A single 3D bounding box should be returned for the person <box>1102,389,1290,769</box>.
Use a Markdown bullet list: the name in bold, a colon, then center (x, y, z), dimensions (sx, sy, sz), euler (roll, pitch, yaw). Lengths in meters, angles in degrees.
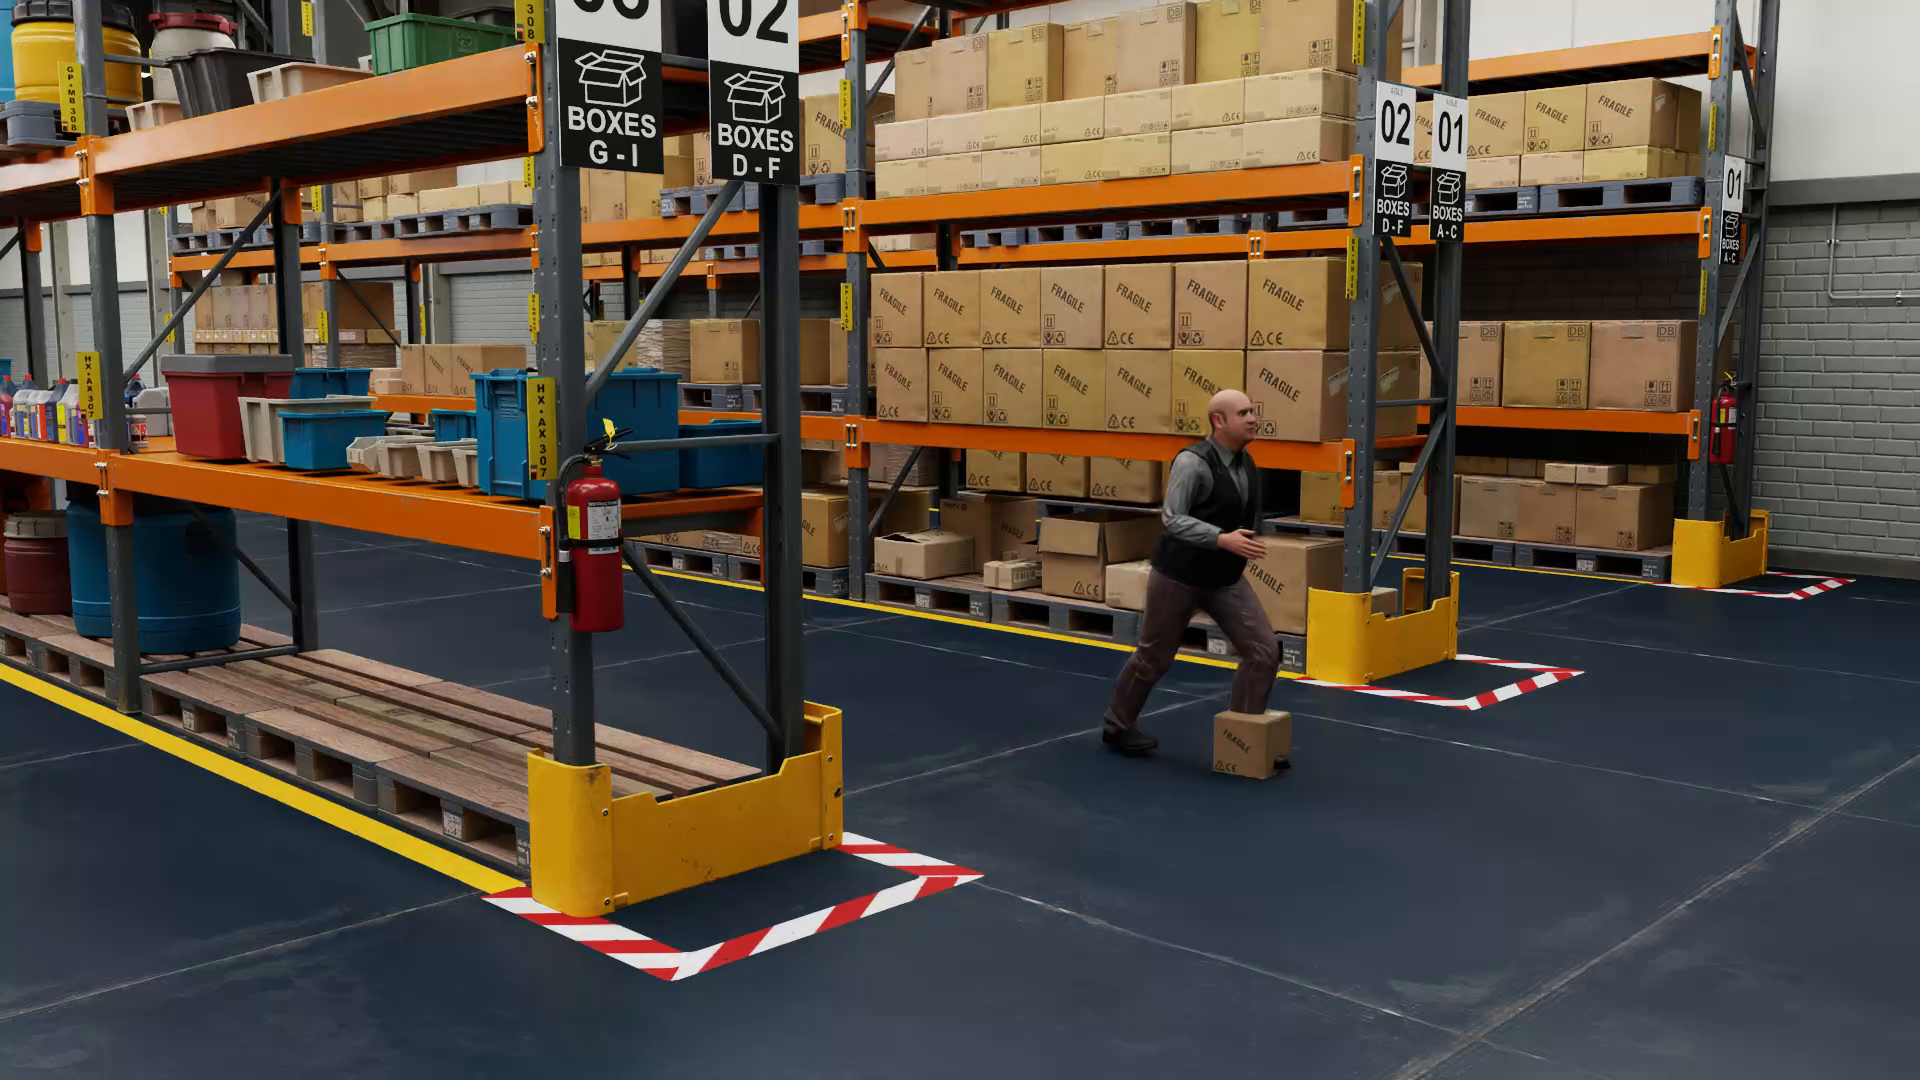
- **person**: center (1.048, 0.159, 7.274), dimensions (0.663, 1.637, 0.936), euler (-6, 9, -39)
